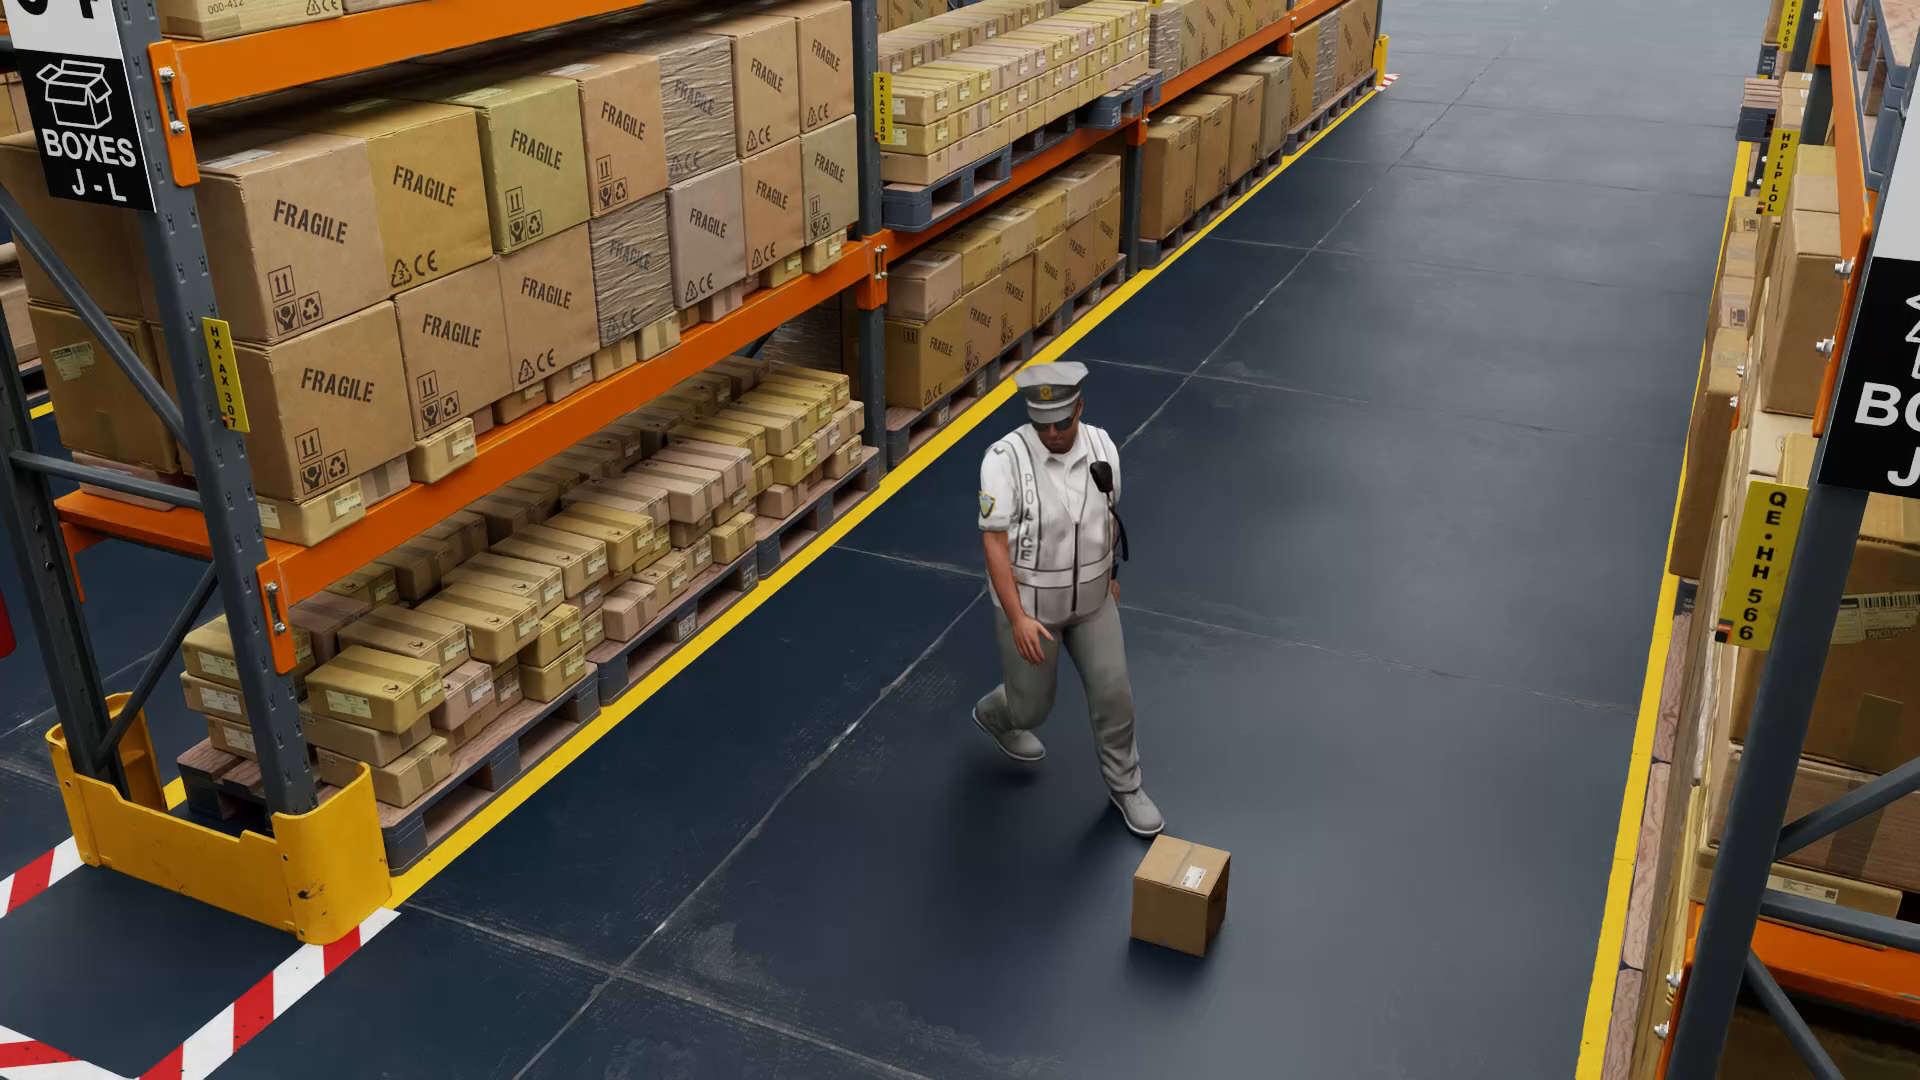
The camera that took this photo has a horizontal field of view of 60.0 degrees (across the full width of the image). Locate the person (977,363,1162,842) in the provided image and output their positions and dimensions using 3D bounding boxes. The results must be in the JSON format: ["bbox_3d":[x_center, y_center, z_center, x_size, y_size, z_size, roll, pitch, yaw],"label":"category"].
[{"bbox_3d":[0.331,0.182,5.754,0.606,1.708,0.788,-9,27,-17],"label":"person"}]
